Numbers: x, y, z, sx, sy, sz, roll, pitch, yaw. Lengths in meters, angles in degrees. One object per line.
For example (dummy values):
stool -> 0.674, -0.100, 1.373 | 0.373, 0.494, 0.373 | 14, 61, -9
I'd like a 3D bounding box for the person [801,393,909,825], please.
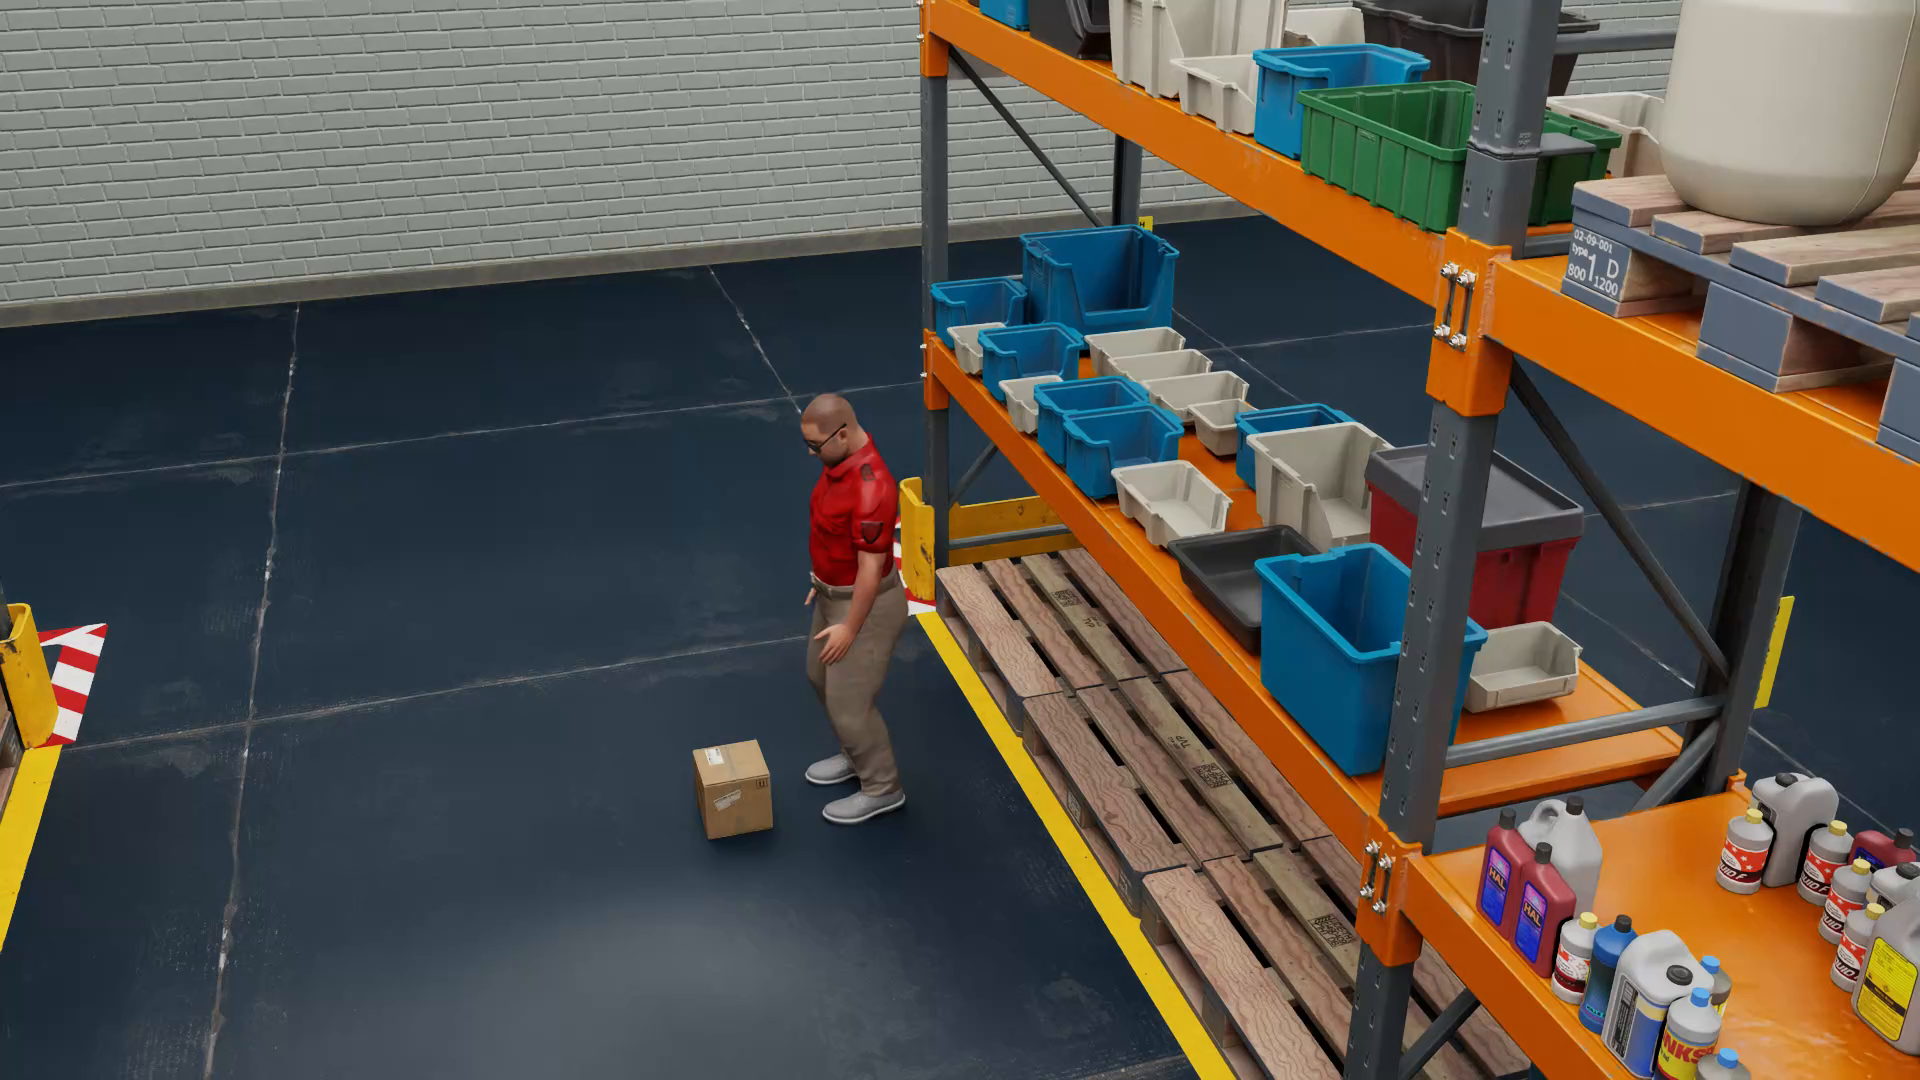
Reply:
person -> -0.393, 0.250, 6.170 | 0.389, 1.700, 0.547 | -8, 27, -15
